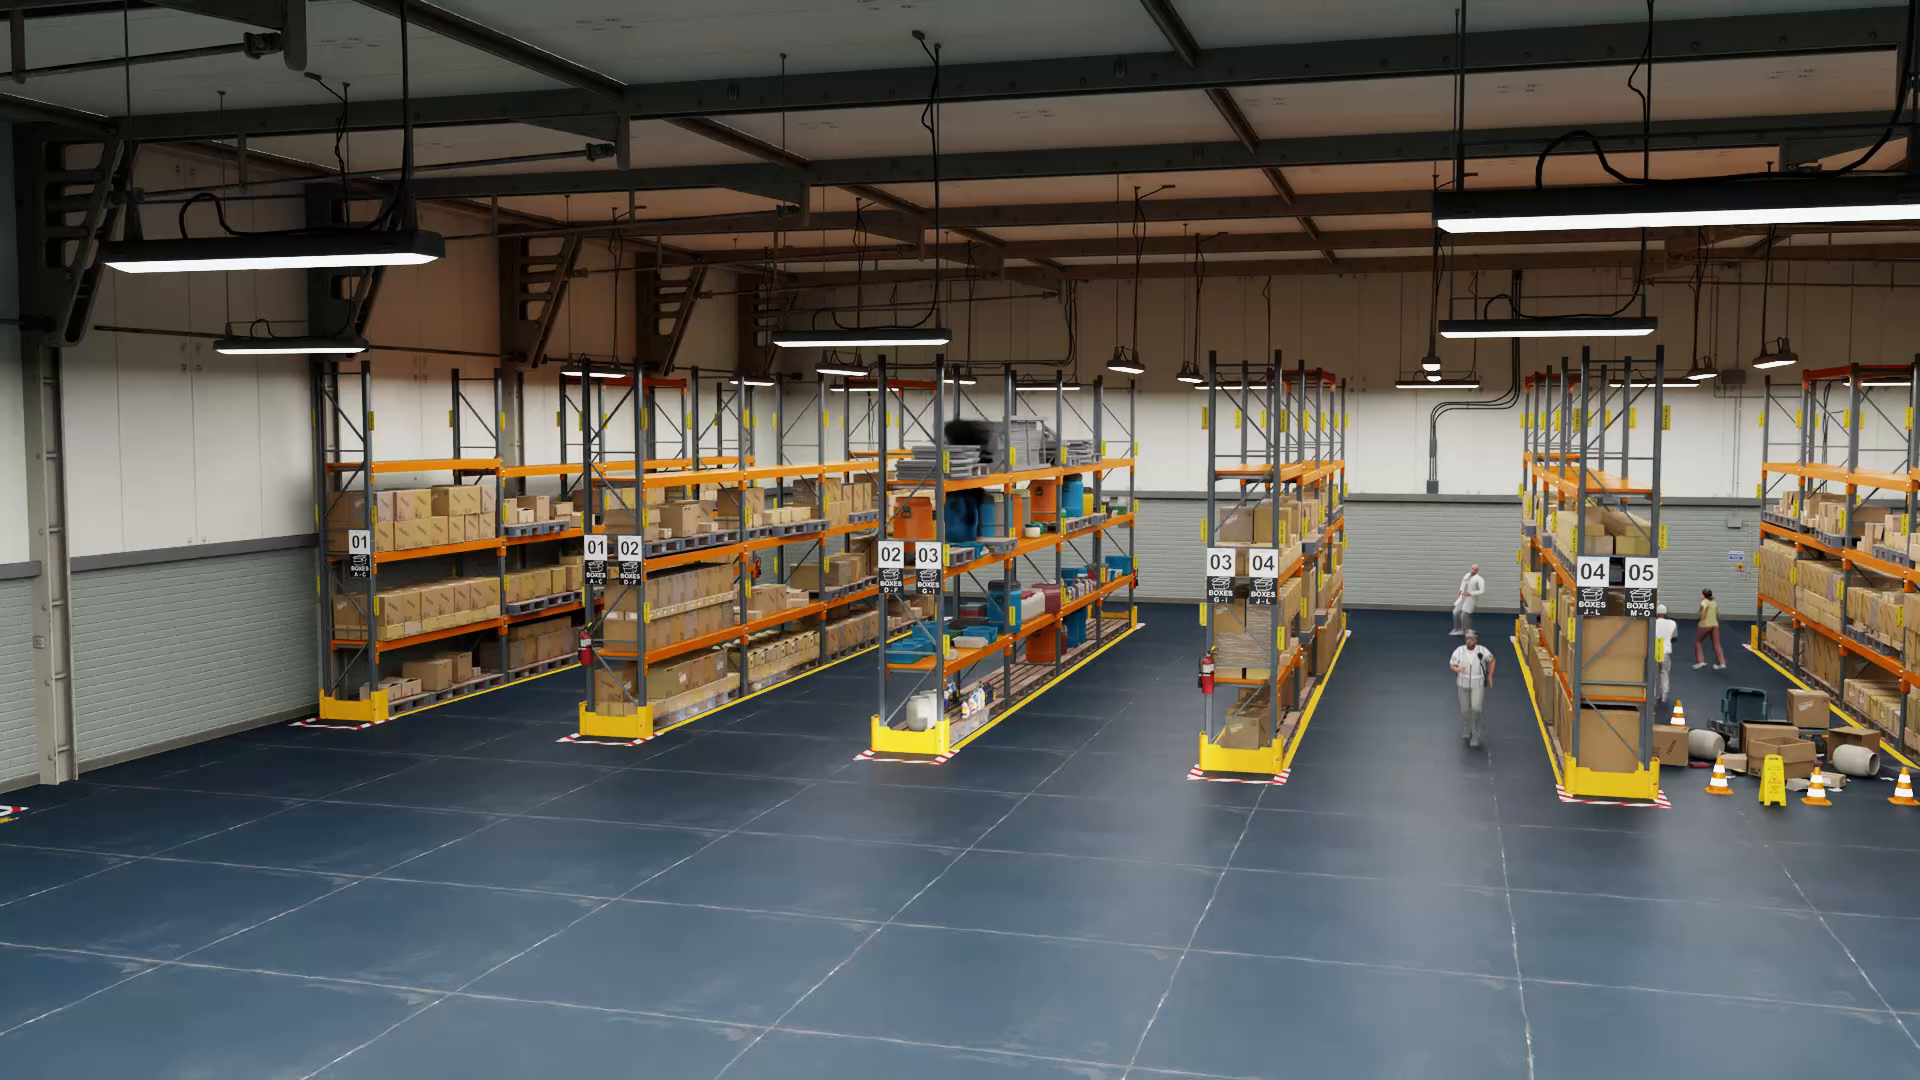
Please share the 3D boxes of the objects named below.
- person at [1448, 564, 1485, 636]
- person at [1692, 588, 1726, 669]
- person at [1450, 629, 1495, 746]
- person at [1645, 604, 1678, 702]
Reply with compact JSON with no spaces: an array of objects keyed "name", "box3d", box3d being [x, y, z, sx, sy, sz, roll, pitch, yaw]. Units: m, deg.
[{"name":"person","box3d":[11.769,1.410,38.544,0.571,1.733,0.867,-3,5,-34]},{"name":"person","box3d":[15.064,1.808,33.399,0.572,1.637,0.936,-1,4,-8]},{"name":"person","box3d":[7.937,2.287,25.811,0.650,1.838,0.851,2,4,23]},{"name":"person","box3d":[12.387,2.011,29.469,0.633,1.727,0.992,1,4,17]}]
